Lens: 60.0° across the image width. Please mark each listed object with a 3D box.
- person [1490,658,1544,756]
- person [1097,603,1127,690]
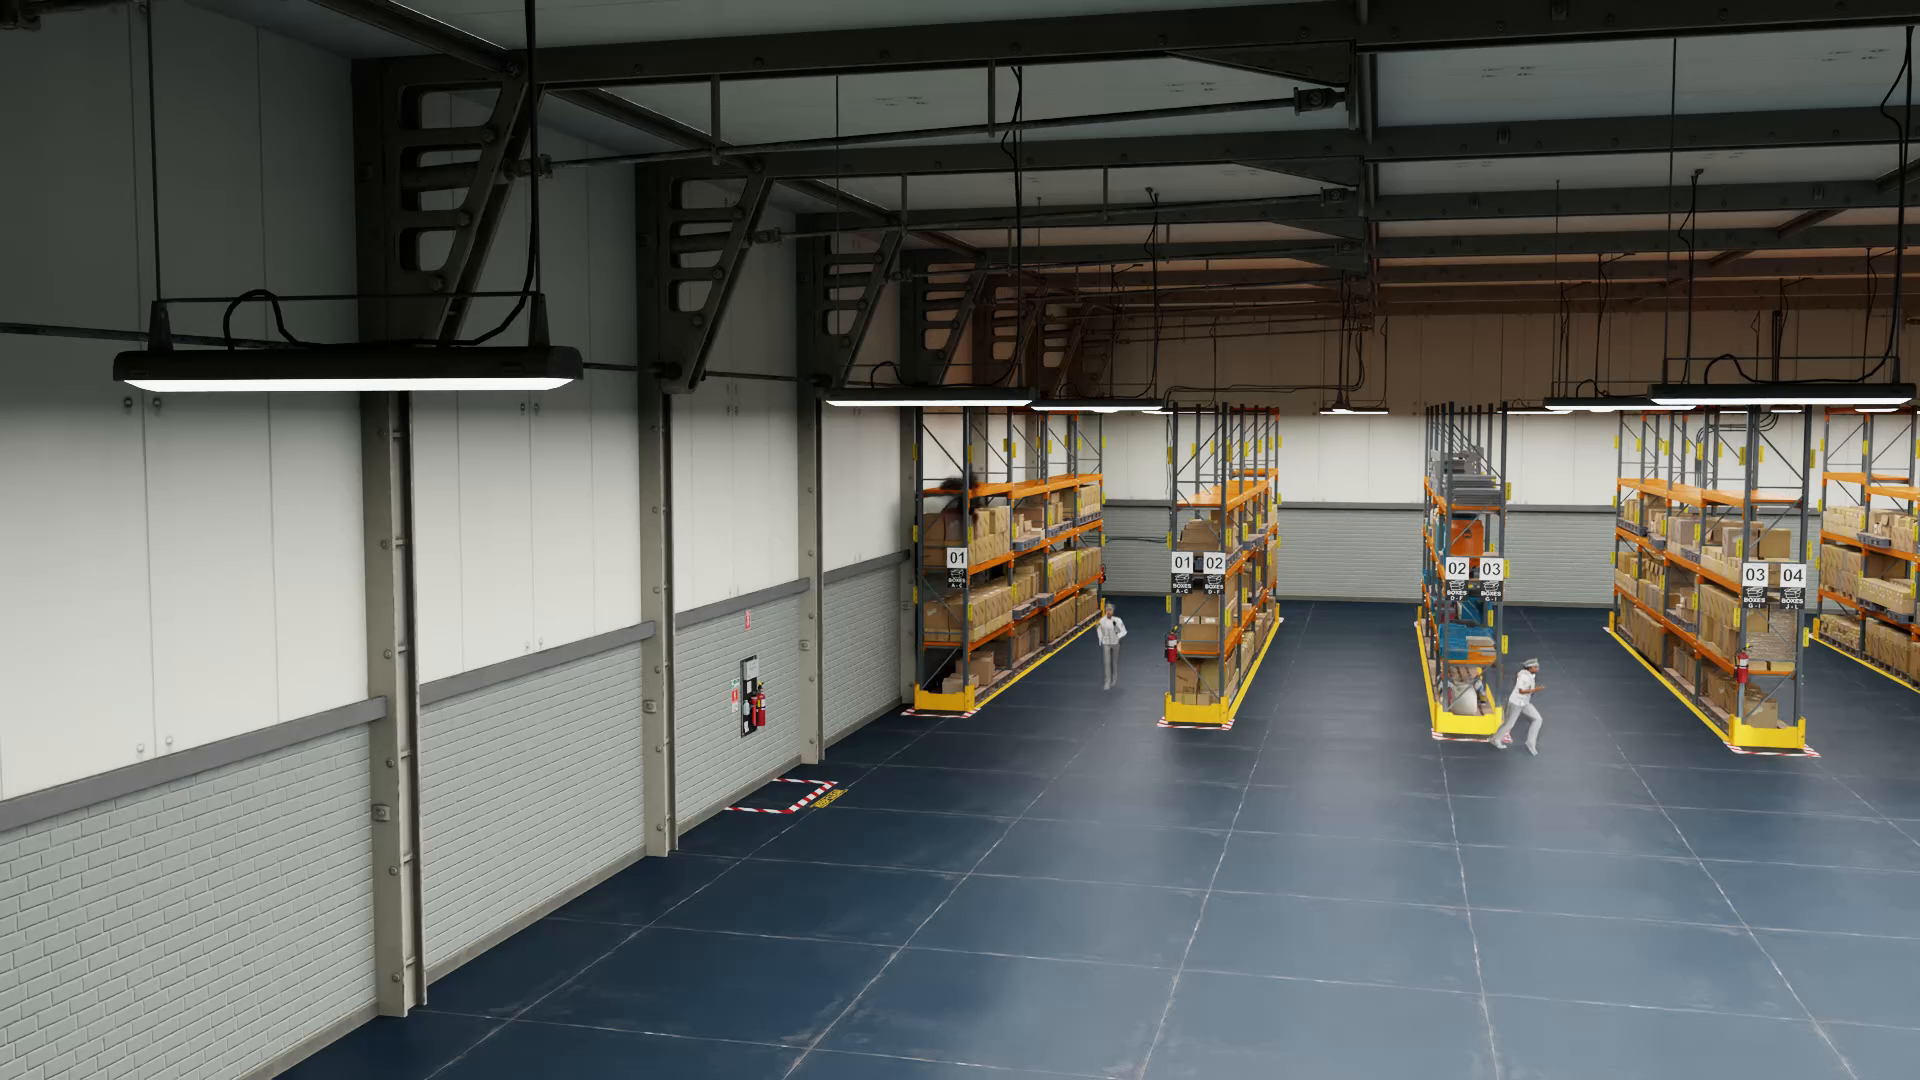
[{"bbox_3d":[9.483,2.817,28.270,0.909,1.683,0.571,4,6,42],"label":"person"},{"bbox_3d":[3.029,2.120,33.268,0.610,1.724,0.792,1,4,14],"label":"person"}]
